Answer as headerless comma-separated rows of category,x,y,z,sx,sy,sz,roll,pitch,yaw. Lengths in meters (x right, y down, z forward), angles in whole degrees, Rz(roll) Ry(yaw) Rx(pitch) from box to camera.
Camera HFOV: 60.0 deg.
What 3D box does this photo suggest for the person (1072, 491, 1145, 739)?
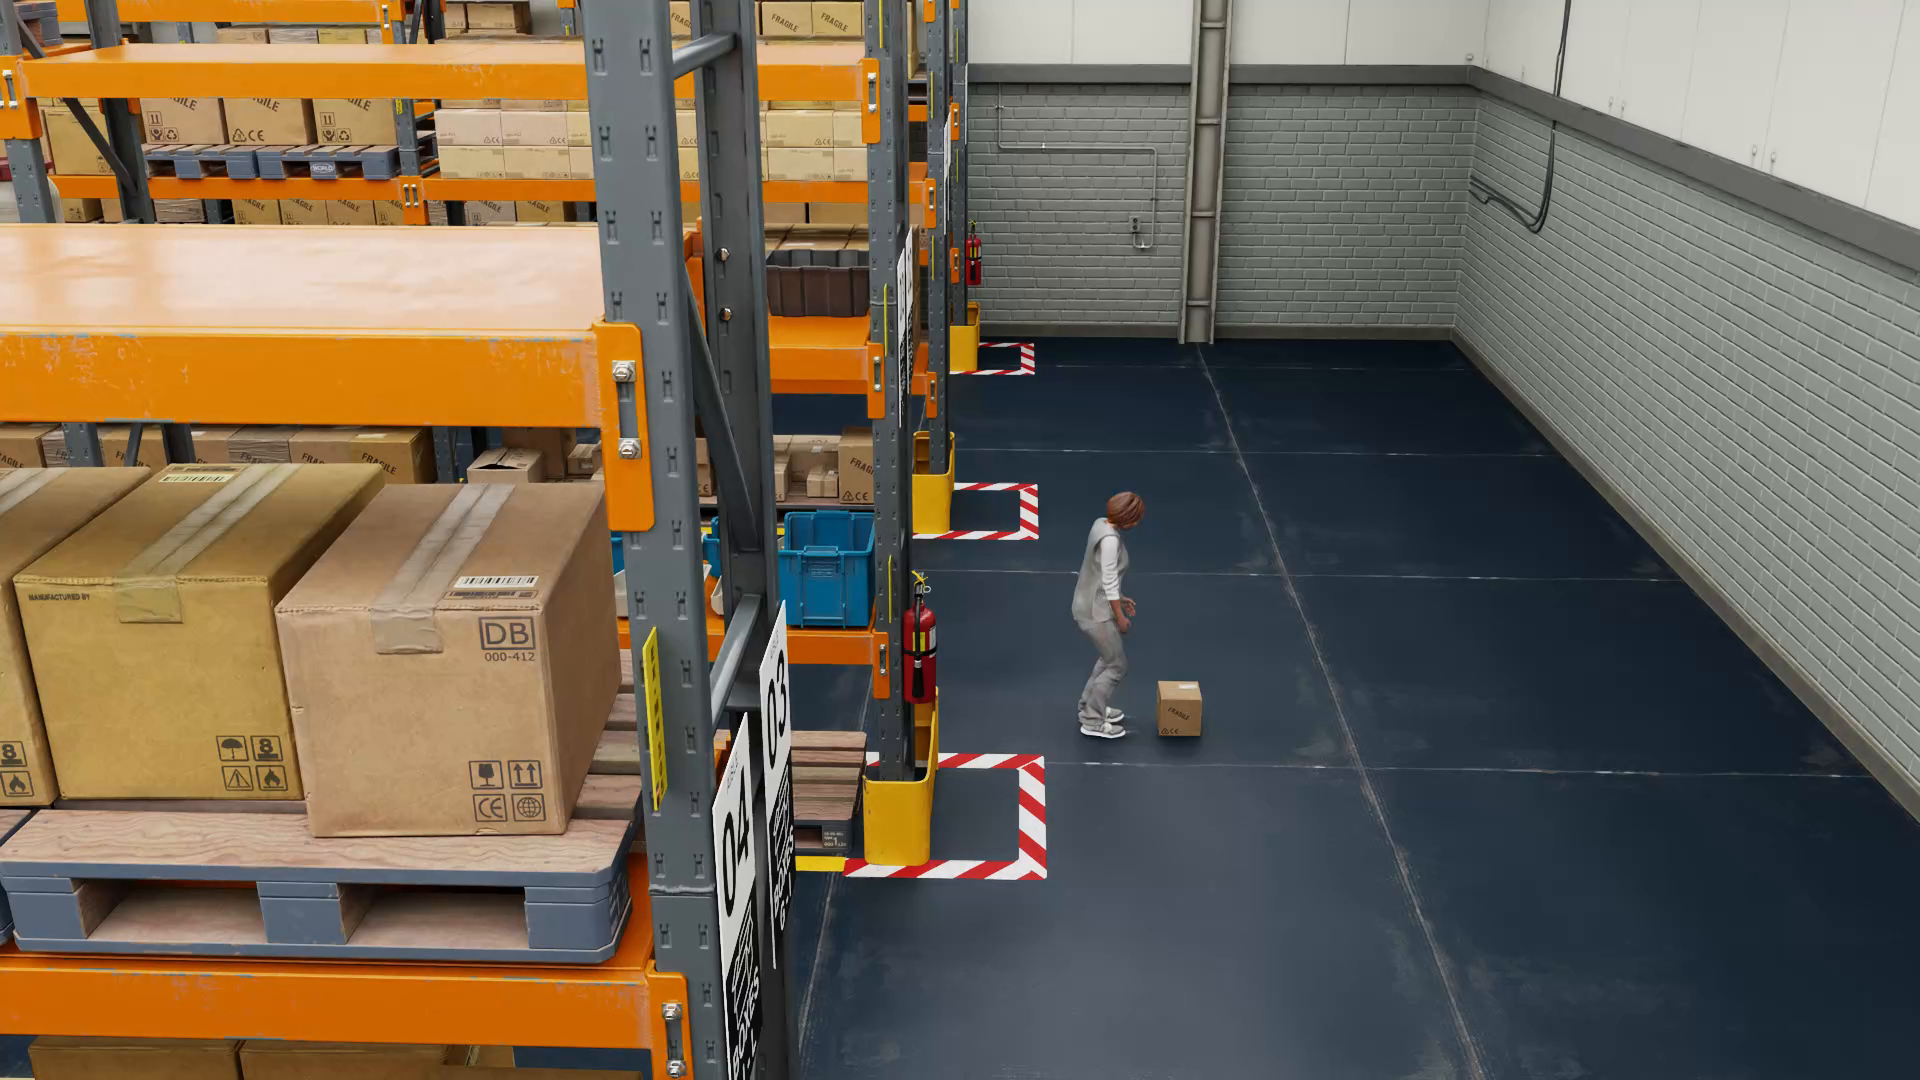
person,0.885,0.433,10.069,0.417,1.538,0.433,1,21,3
